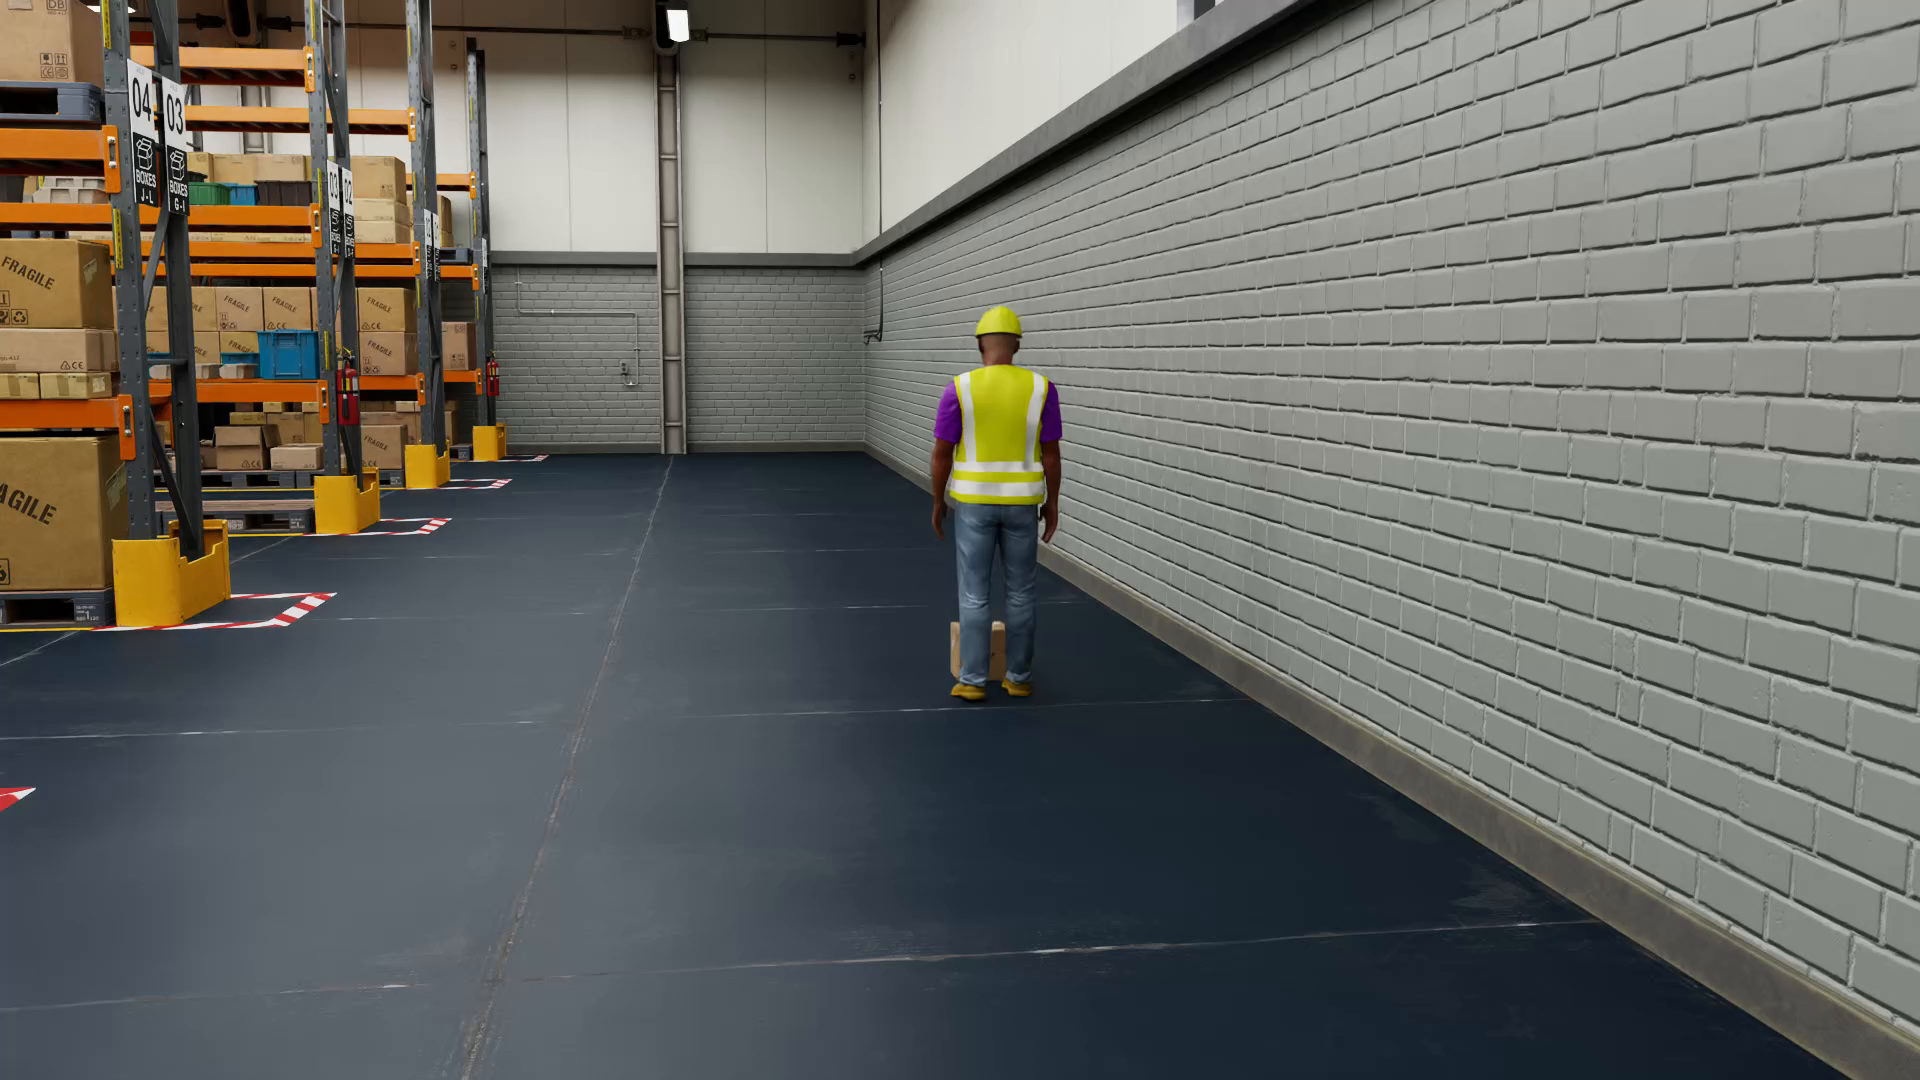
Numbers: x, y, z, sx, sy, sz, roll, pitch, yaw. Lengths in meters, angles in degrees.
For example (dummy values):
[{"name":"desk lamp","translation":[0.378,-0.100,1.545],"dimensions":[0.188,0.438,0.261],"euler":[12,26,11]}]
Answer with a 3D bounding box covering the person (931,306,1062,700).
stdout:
[{"name":"person","translation":[0.154,-0.161,7.541],"dimensions":[0.587,1.782,0.462],"euler":[-1,7,-8]}]
